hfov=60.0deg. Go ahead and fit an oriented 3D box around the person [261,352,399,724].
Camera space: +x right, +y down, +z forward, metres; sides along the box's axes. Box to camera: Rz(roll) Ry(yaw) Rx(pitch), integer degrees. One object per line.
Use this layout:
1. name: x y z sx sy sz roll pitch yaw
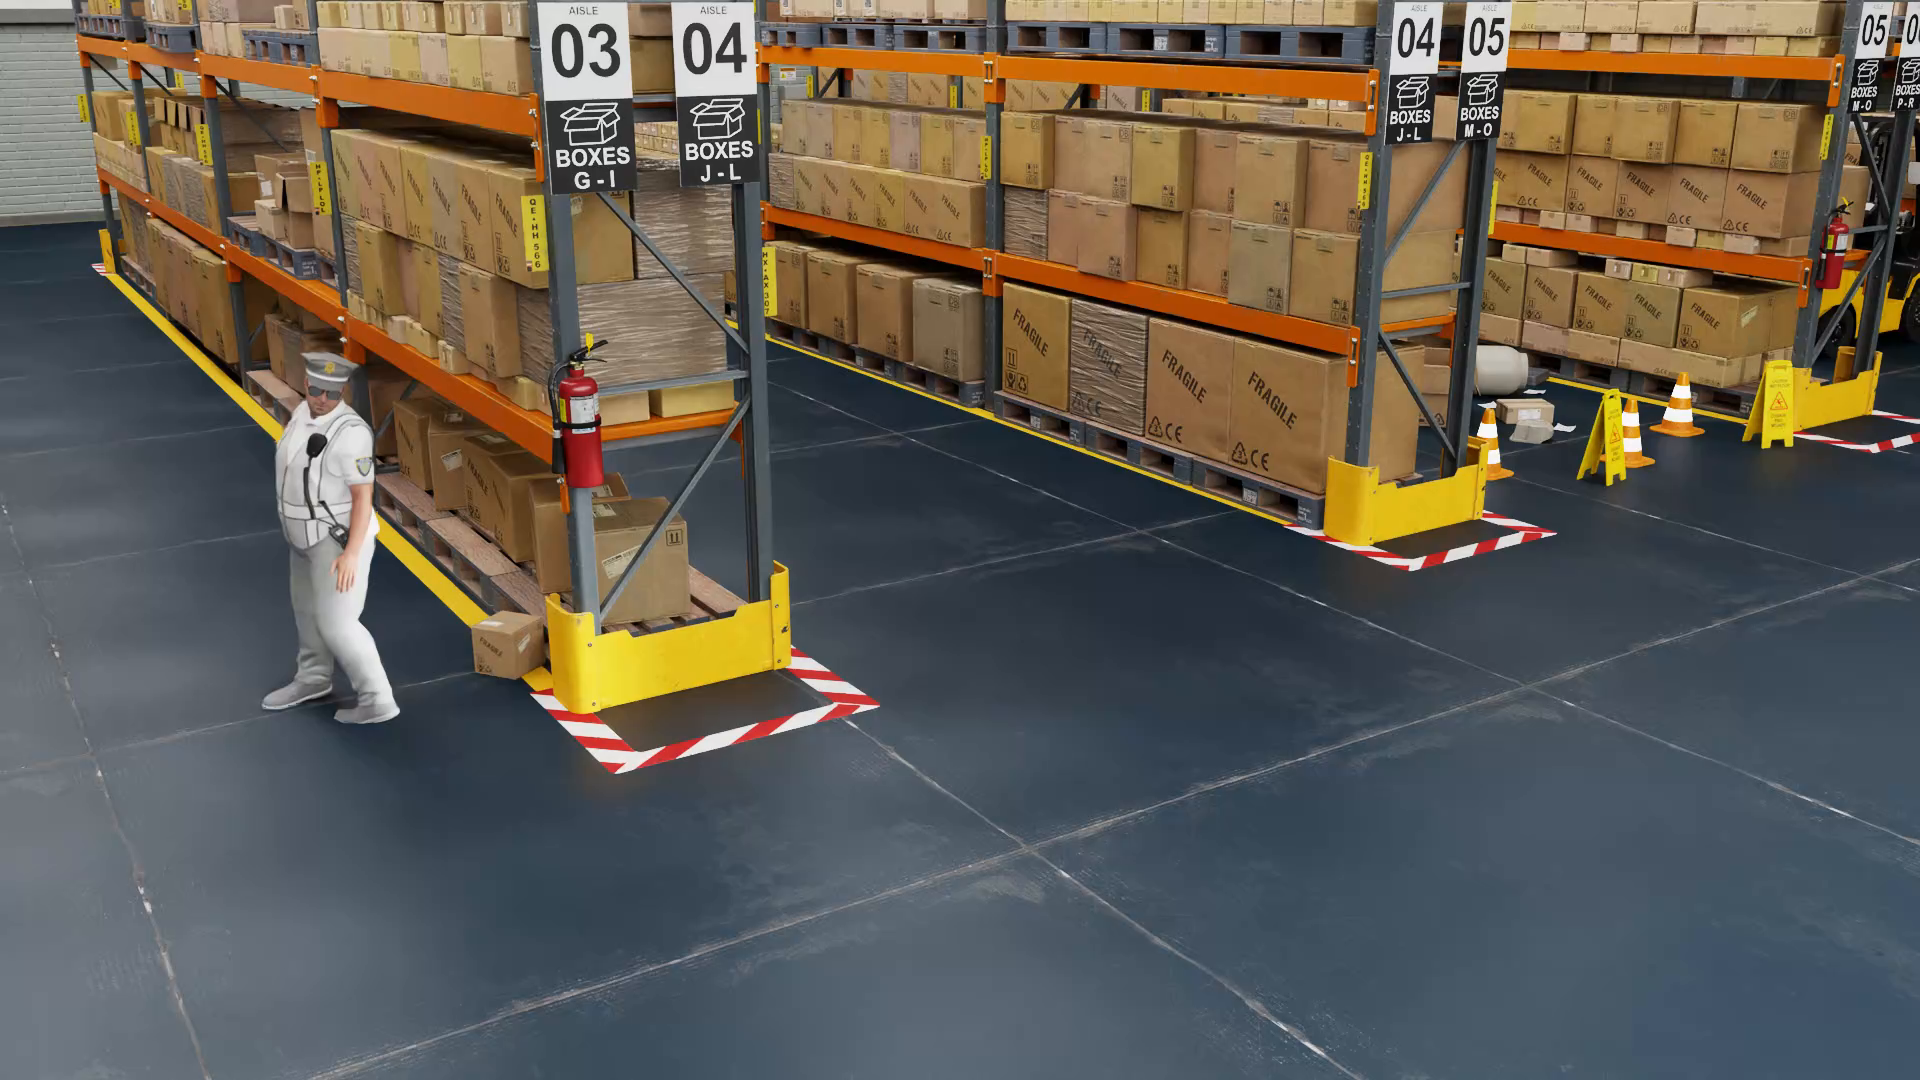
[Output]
1. person: -2.943 0.007 7.595 0.487 1.766 0.693 -16 24 -40
